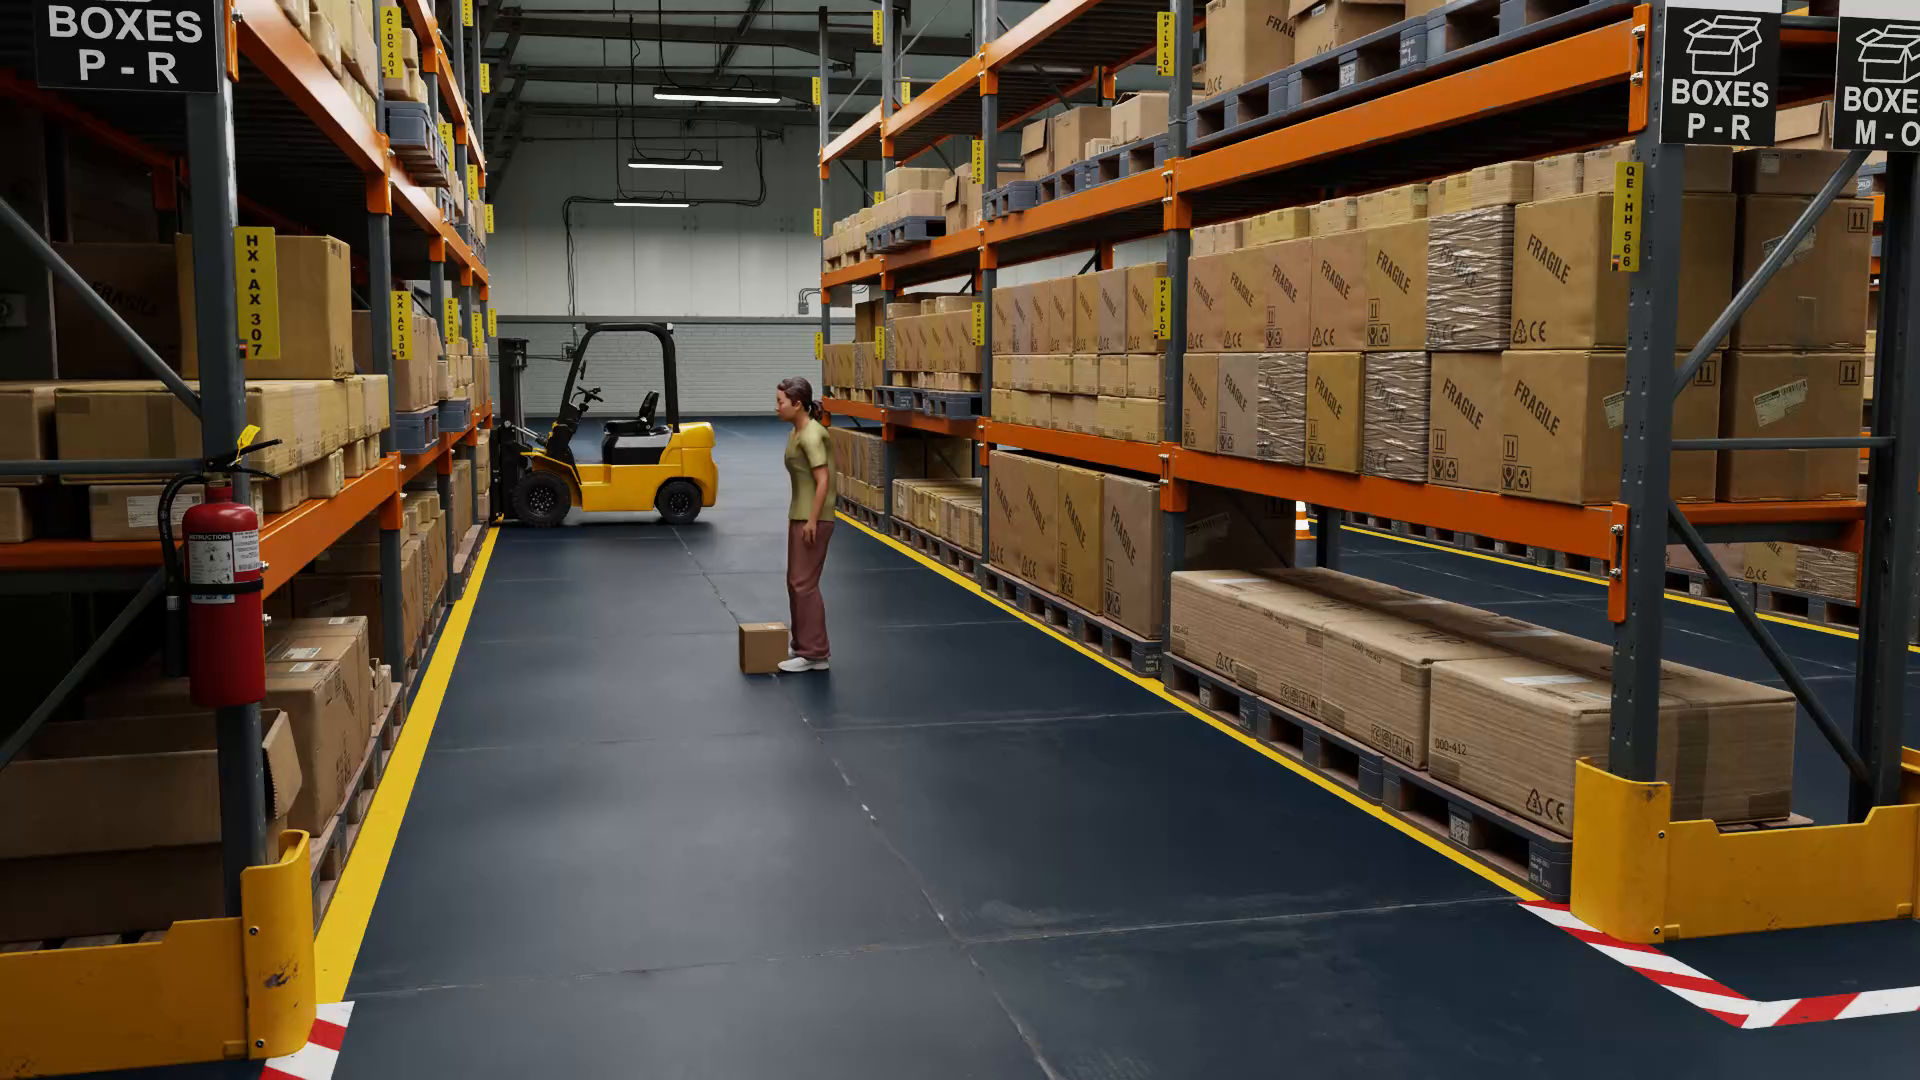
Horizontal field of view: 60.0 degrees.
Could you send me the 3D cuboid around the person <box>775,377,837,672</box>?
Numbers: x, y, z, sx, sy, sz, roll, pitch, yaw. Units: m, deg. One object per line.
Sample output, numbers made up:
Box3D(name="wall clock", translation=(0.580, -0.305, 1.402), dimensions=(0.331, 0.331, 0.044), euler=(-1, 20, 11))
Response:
Box3D(name="person", translation=(-0.893, -0.095, 9.522), dimensions=(0.364, 1.673, 0.512), euler=(-2, 6, -15))
